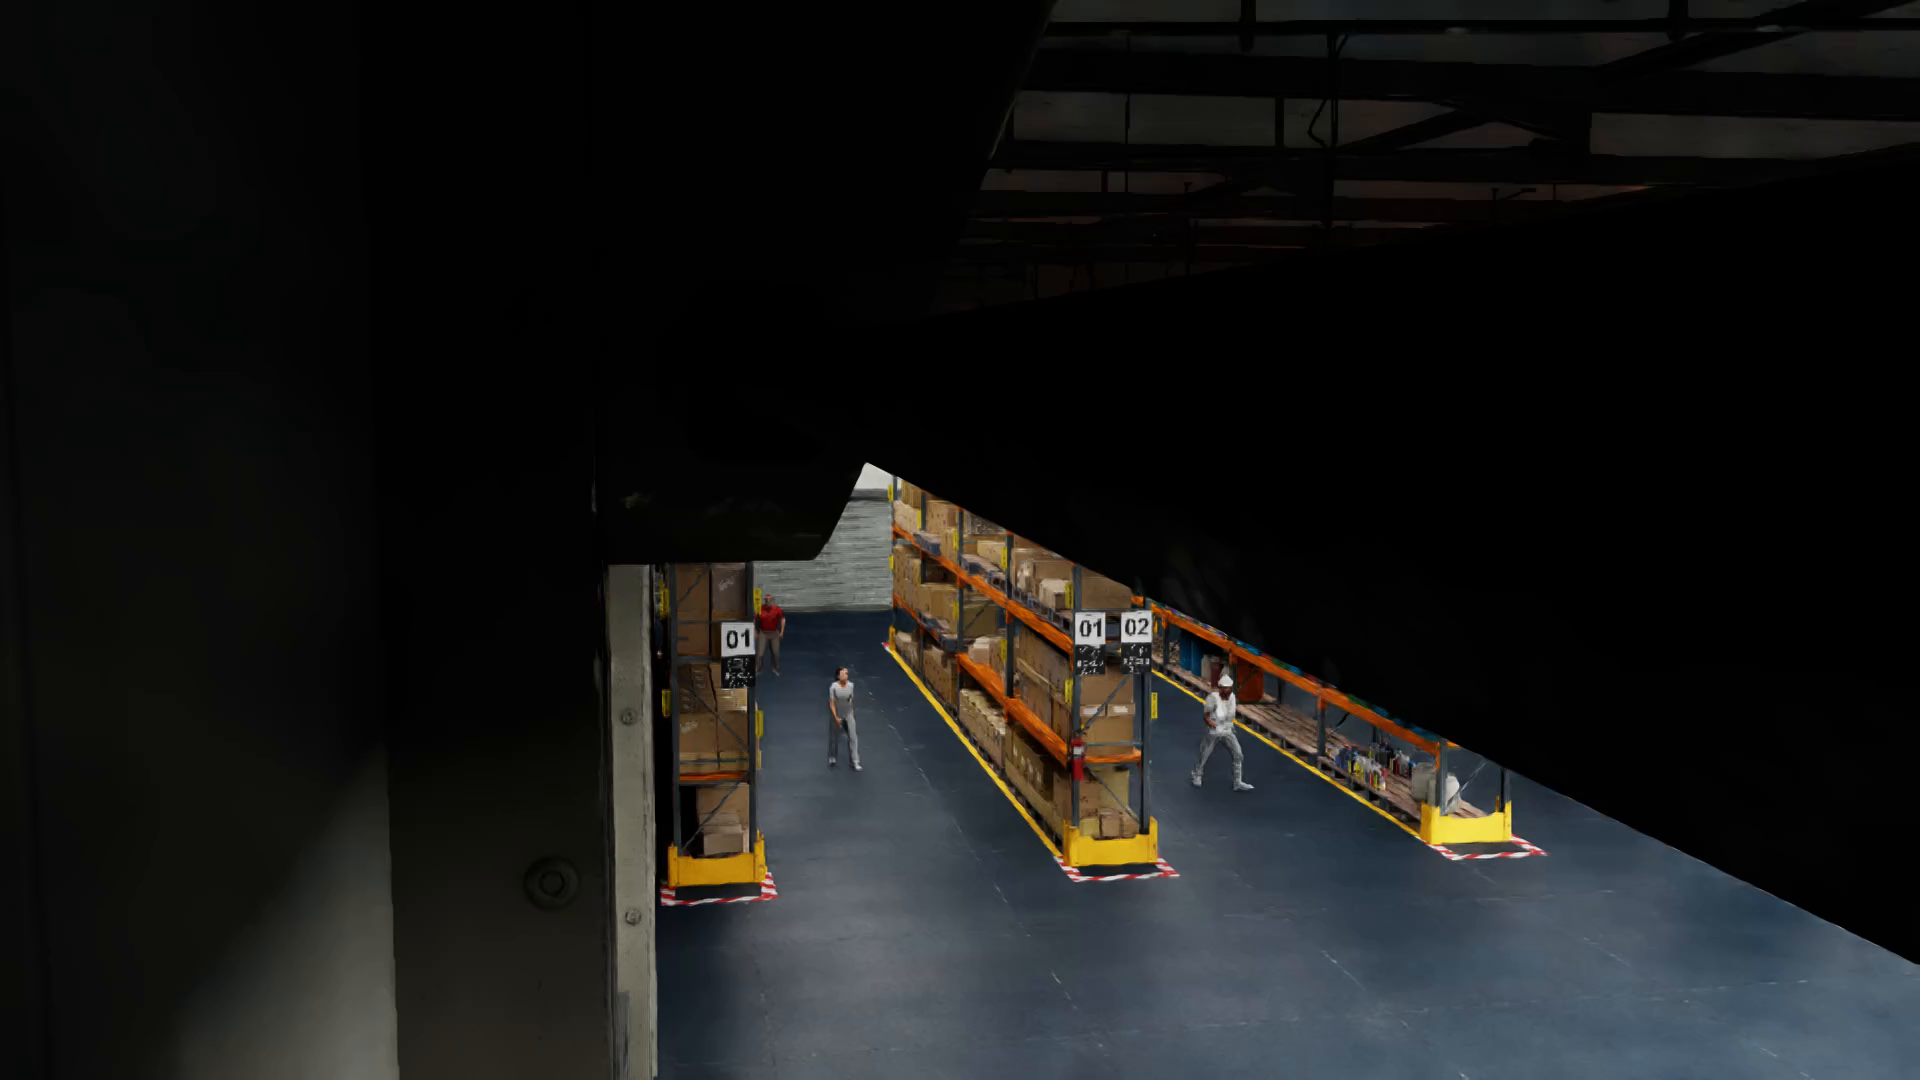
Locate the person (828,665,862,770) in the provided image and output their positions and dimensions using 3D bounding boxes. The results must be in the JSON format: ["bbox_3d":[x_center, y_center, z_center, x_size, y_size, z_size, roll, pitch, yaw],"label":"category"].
[{"bbox_3d":[-1.832,2.733,25.798,0.444,1.604,1.016,-2,7,-18],"label":"person"}]

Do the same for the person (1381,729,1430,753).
[{"bbox_3d":[7.147,2.632,26.761,0.617,1.621,0.739,-4,8,-35],"label":"person"}]

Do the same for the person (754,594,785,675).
[{"bbox_3d":[-3.856,1.896,33.388,0.682,1.676,0.529,-1,6,-12],"label":"person"}]

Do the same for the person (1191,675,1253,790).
[{"bbox_3d":[3.829,2.821,24.533,0.701,1.717,0.849,-3,7,-27],"label":"person"}]
